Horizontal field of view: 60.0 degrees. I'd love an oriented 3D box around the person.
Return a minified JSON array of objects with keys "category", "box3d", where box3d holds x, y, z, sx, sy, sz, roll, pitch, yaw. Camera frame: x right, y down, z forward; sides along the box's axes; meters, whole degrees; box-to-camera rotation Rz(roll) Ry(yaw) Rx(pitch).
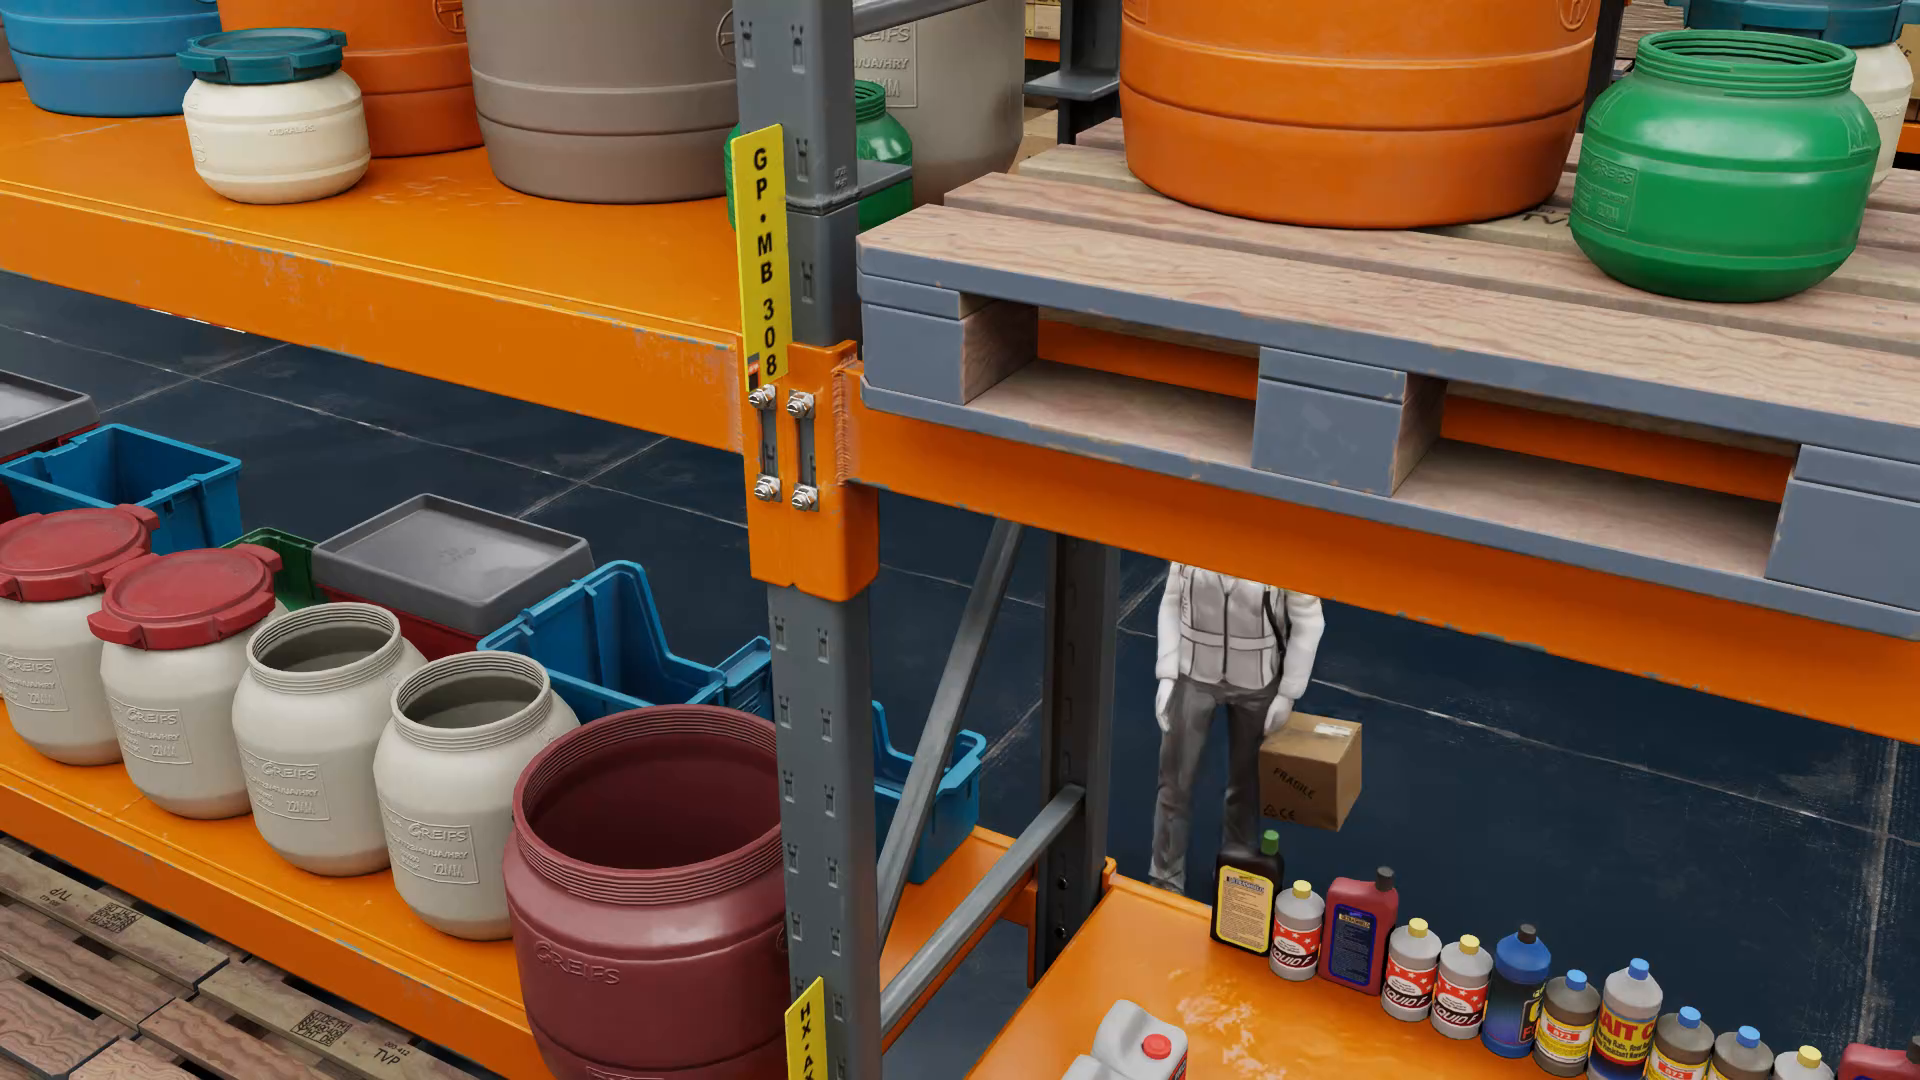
[{"category":"person","box3d":[0.847,0.467,5.134,0.501,1.681,0.533,6,27,12]}]
